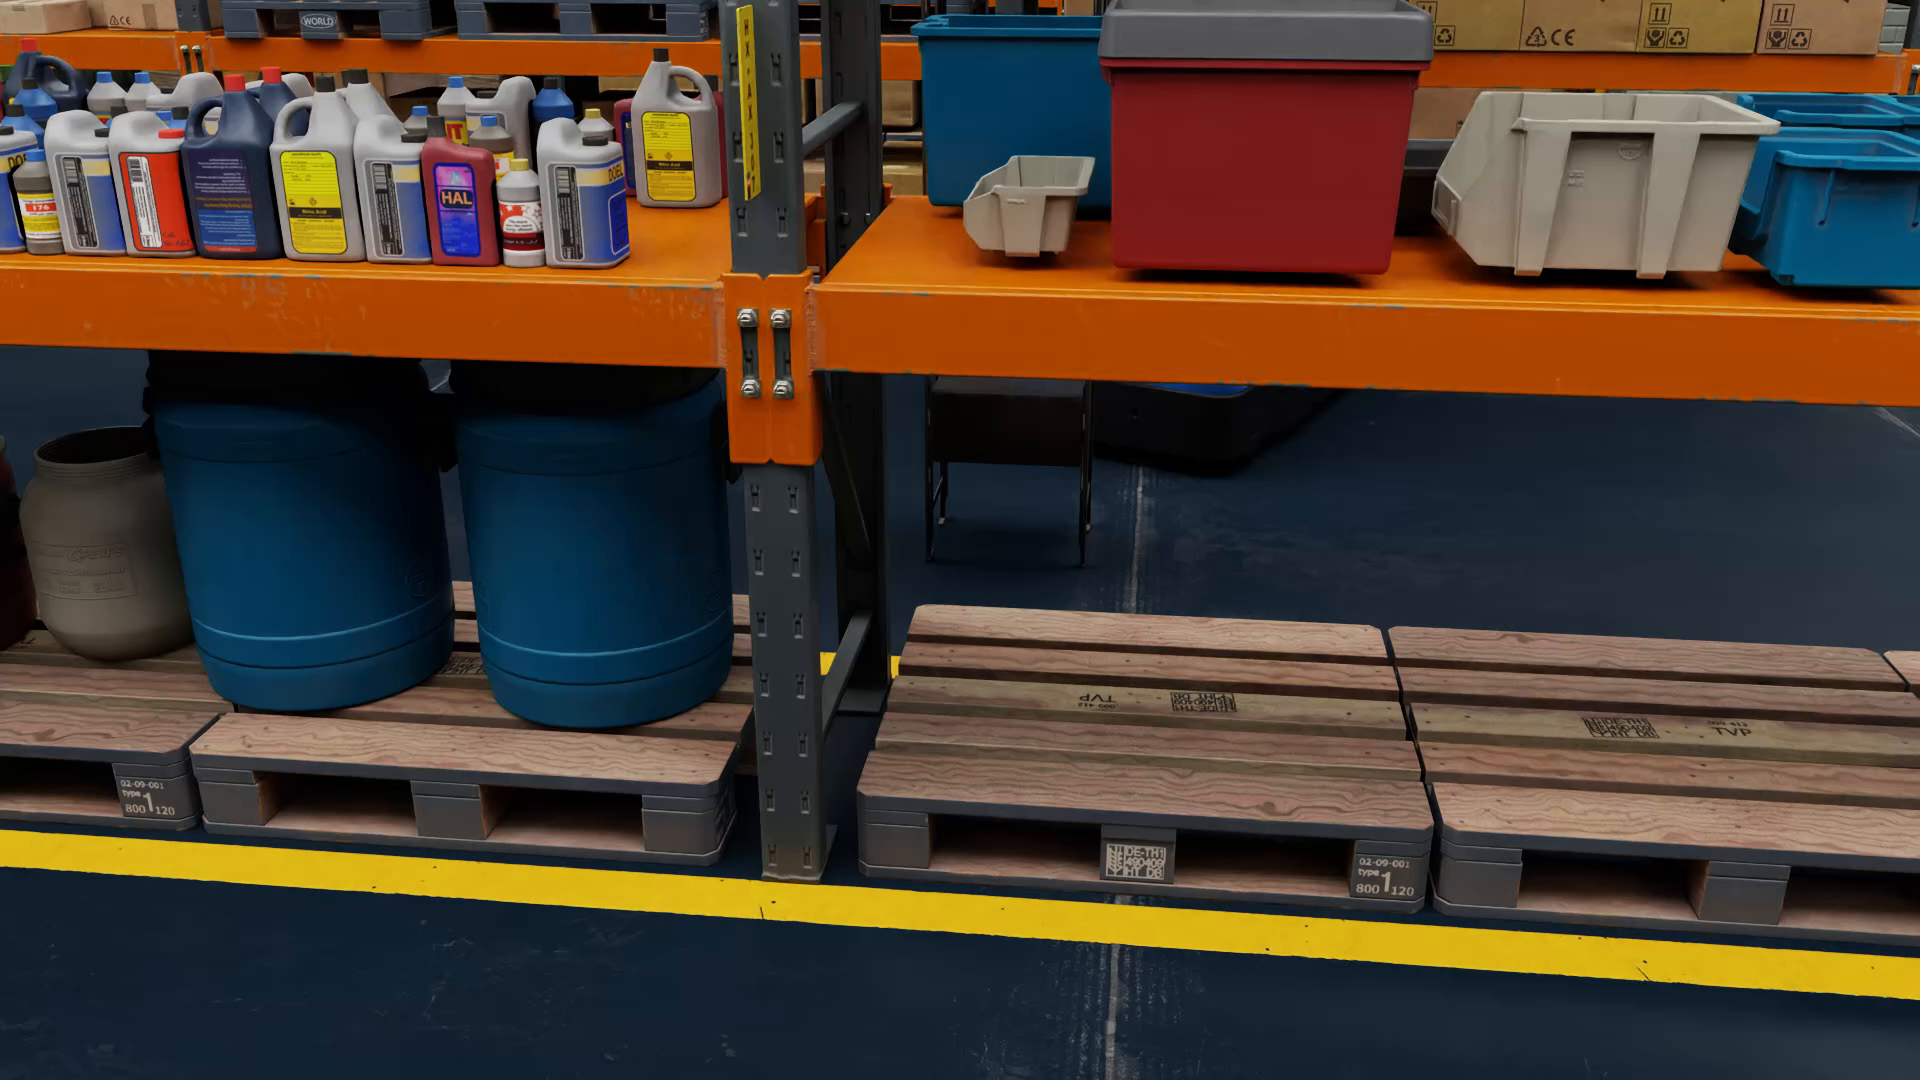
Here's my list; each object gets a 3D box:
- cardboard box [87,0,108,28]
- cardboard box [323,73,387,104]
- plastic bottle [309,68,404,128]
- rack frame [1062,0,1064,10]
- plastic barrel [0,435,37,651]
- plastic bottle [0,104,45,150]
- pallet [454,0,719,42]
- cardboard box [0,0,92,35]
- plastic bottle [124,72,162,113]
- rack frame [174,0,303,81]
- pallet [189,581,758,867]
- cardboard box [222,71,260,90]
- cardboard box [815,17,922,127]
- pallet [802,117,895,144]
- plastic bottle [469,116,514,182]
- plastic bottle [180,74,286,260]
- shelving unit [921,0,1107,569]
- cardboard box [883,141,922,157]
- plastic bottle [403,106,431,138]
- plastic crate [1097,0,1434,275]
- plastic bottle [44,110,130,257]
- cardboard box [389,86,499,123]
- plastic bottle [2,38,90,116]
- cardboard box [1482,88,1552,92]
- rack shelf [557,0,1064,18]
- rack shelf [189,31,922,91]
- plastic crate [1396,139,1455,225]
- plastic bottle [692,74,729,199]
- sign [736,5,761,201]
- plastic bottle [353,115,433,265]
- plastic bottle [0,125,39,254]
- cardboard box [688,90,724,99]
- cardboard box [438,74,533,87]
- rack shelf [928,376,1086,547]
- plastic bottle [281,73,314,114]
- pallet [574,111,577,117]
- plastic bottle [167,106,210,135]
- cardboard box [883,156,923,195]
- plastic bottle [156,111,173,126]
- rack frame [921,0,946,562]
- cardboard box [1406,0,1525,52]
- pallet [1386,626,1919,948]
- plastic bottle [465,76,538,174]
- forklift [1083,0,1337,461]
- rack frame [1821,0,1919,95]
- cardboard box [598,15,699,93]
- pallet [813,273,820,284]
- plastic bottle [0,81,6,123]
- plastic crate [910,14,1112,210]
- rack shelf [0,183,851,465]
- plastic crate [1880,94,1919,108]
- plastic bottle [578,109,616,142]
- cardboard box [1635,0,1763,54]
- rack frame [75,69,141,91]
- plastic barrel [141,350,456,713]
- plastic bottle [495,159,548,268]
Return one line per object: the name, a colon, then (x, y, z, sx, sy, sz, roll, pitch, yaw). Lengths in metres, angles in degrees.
cardboard box: (-4.555, -2.889, 8.788, 0.500, 0.311, 0.500, 2, 22, 6)
cardboard box: (-4.827, -3.760, 13.671, 0.500, 0.500, 0.700, 2, 22, 6)
plastic bottle: (-1.239, -0.789, 3.424, 0.185, 0.351, 0.144, 2, 22, 6)
rack frame: (0.861, -4.456, 12.632, 0.127, 3.000, 1.000, 2, 22, 6)
plastic barrel: (-2.667, -0.022, 4.125, 0.708, 0.588, 0.600, 2, 22, 6)
plastic bottle: (-1.965, -0.778, 3.504, 0.097, 0.271, 0.097, 0, 22, 0)
pallet: (-1.758, -2.649, 8.321, 1.213, 0.211, 1.003, 2, 22, 6)
cardboard box: (-4.616, -2.642, 8.384, 0.250, 0.149, 0.380, 2, 22, 6)
plastic bottle: (-1.981, -1.004, 4.074, 0.097, 0.271, 0.097, 0, 22, 0)
rack frame: (-3.690, -2.821, 8.495, 0.127, 3.000, 1.000, 2, 22, 6)
pallet: (-1.066, 0.409, 4.119, 1.213, 0.211, 1.003, 2, 22, 6)
cardboard box: (-5.831, -3.815, 13.811, 0.500, 0.500, 0.700, 2, 22, 5)
cardboard box: (-0.682, -3.670, 12.996, 0.750, 0.750, 0.750, 3, 22, 8)
pallet: (-1.129, -3.217, 13.291, 1.213, 0.211, 1.003, 2, 22, 6)
plastic bottle: (-1.079, -0.876, 3.845, 0.097, 0.201, 0.097, 0, 22, 0)
plastic bottle: (-1.439, -0.745, 3.311, 0.185, 0.351, 0.144, 2, 22, 6)
shelving unit: (0.164, -0.969, 5.036, 0.503, 2.100, 0.431, 2, 22, 6)
cardboard box: (-0.170, -1.800, 8.714, 0.500, 0.500, 0.500, 2, 22, 4)
plastic bottle: (-1.291, -0.941, 4.011, 0.097, 0.201, 0.097, 0, 22, 0)
plastic crate: (0.553, -0.767, 3.131, 0.583, 0.464, 0.402, 2, 22, 6)
plastic bottle: (-1.731, -0.724, 3.360, 0.135, 0.276, 0.152, 2, 22, 6)
cardboard box: (-2.677, -2.256, 8.848, 0.500, 0.250, 0.500, 3, 22, 8)
plastic bottle: (-2.221, -1.042, 4.064, 0.185, 0.351, 0.144, 2, 22, 6)
cardboard box: (4.127, -3.310, 12.561, 0.500, 0.500, 0.700, 2, 22, 6)
rack shelf: (-1.125, -4.208, 12.983, 4.000, 0.370, 1.077, 2, 22, 6)
rack shelf: (-1.704, -2.400, 8.408, 4.000, 0.370, 1.077, 2, 22, 6)
plastic crate: (0.839, -0.789, 3.648, 0.590, 0.125, 0.437, 2, 22, 6)
plastic bottle: (-0.618, -0.957, 3.938, 0.133, 0.283, 0.061, 2, 22, 6)
sign: (-0.371, -0.767, 2.924, 0.005, 0.325, 0.100, 2, 22, 6)
plastic bottle: (-1.097, -0.696, 3.290, 0.135, 0.276, 0.152, 2, 22, 6)
plastic bottle: (-1.962, -0.734, 3.386, 0.135, 0.276, 0.152, 2, 22, 6)
cardboard box: (-1.163, -2.192, 8.685, 0.500, 0.250, 0.500, 3, 22, 6)
cardboard box: (-3.832, -3.684, 13.479, 0.500, 0.500, 0.700, 3, 22, 7)
rack shelf: (0.164, -0.306, 5.298, 0.480, 0.518, 0.431, 2, 22, 6)
plastic bottle: (-1.639, -0.981, 4.010, 0.135, 0.276, 0.152, 2, 22, 6)
pallet: (-3.887, -3.367, 13.669, 1.213, 0.211, 1.003, 2, 22, 6)
plastic bottle: (-1.601, -0.762, 3.464, 0.097, 0.271, 0.097, 0, 22, 0)
cardboard box: (-0.242, -1.606, 8.225, 0.500, 0.500, 0.500, 2, 22, 6)
plastic bottle: (-1.865, -0.910, 3.931, 0.097, 0.201, 0.097, 0, 22, 0)
rack frame: (-0.078, -0.980, 5.062, 0.015, 2.100, 0.400, 2, 22, 6)
cardboard box: (2.267, -2.508, 7.567, 0.500, 0.500, 0.500, 2, 22, 6)
pallet: (1.645, 0.527, 3.820, 1.213, 0.211, 1.003, 2, 22, 6)
plastic bottle: (-1.083, -0.957, 3.948, 0.135, 0.276, 0.152, 2, 22, 6)
forklift: (1.266, -2.141, 6.869, 1.130, 2.935, 3.031, 12, 25, 28)
rack frame: (4.254, -2.475, 7.619, 0.127, 3.000, 1.000, 2, 22, 6)
cardboard box: (-2.396, -3.745, 13.186, 0.750, 0.750, 0.750, 2, 22, 6)
pallet: (-0.530, -1.372, 8.624, 1.213, 0.211, 1.003, 2, 22, 6)
plastic bottle: (-2.381, -1.011, 4.076, 0.133, 0.283, 0.061, 2, 22, 6)
plastic crate: (0.199, -0.964, 3.739, 0.575, 0.384, 0.392, 2, 22, 6)
rack shelf: (-2.291, -0.591, 3.834, 4.000, 0.370, 1.077, 2, 22, 6)
plastic crate: (2.154, -0.804, 3.540, 0.300, 0.233, 0.416, 2, 22, 6)
plastic bottle: (-0.868, -0.923, 3.964, 0.097, 0.201, 0.097, 0, 22, 0)
cardboard box: (3.262, -2.462, 7.452, 0.500, 0.500, 0.500, 3, 22, 7)
rack frame: (-7.083, -4.803, 13.508, 0.127, 3.000, 1.000, 2, 22, 6)
plastic barrel: (-1.546, -0.119, 3.944, 0.708, 0.901, 0.600, 2, 22, 6)
plastic bottle: (-0.852, -0.641, 3.251, 0.097, 0.201, 0.097, 0, 22, 0)
